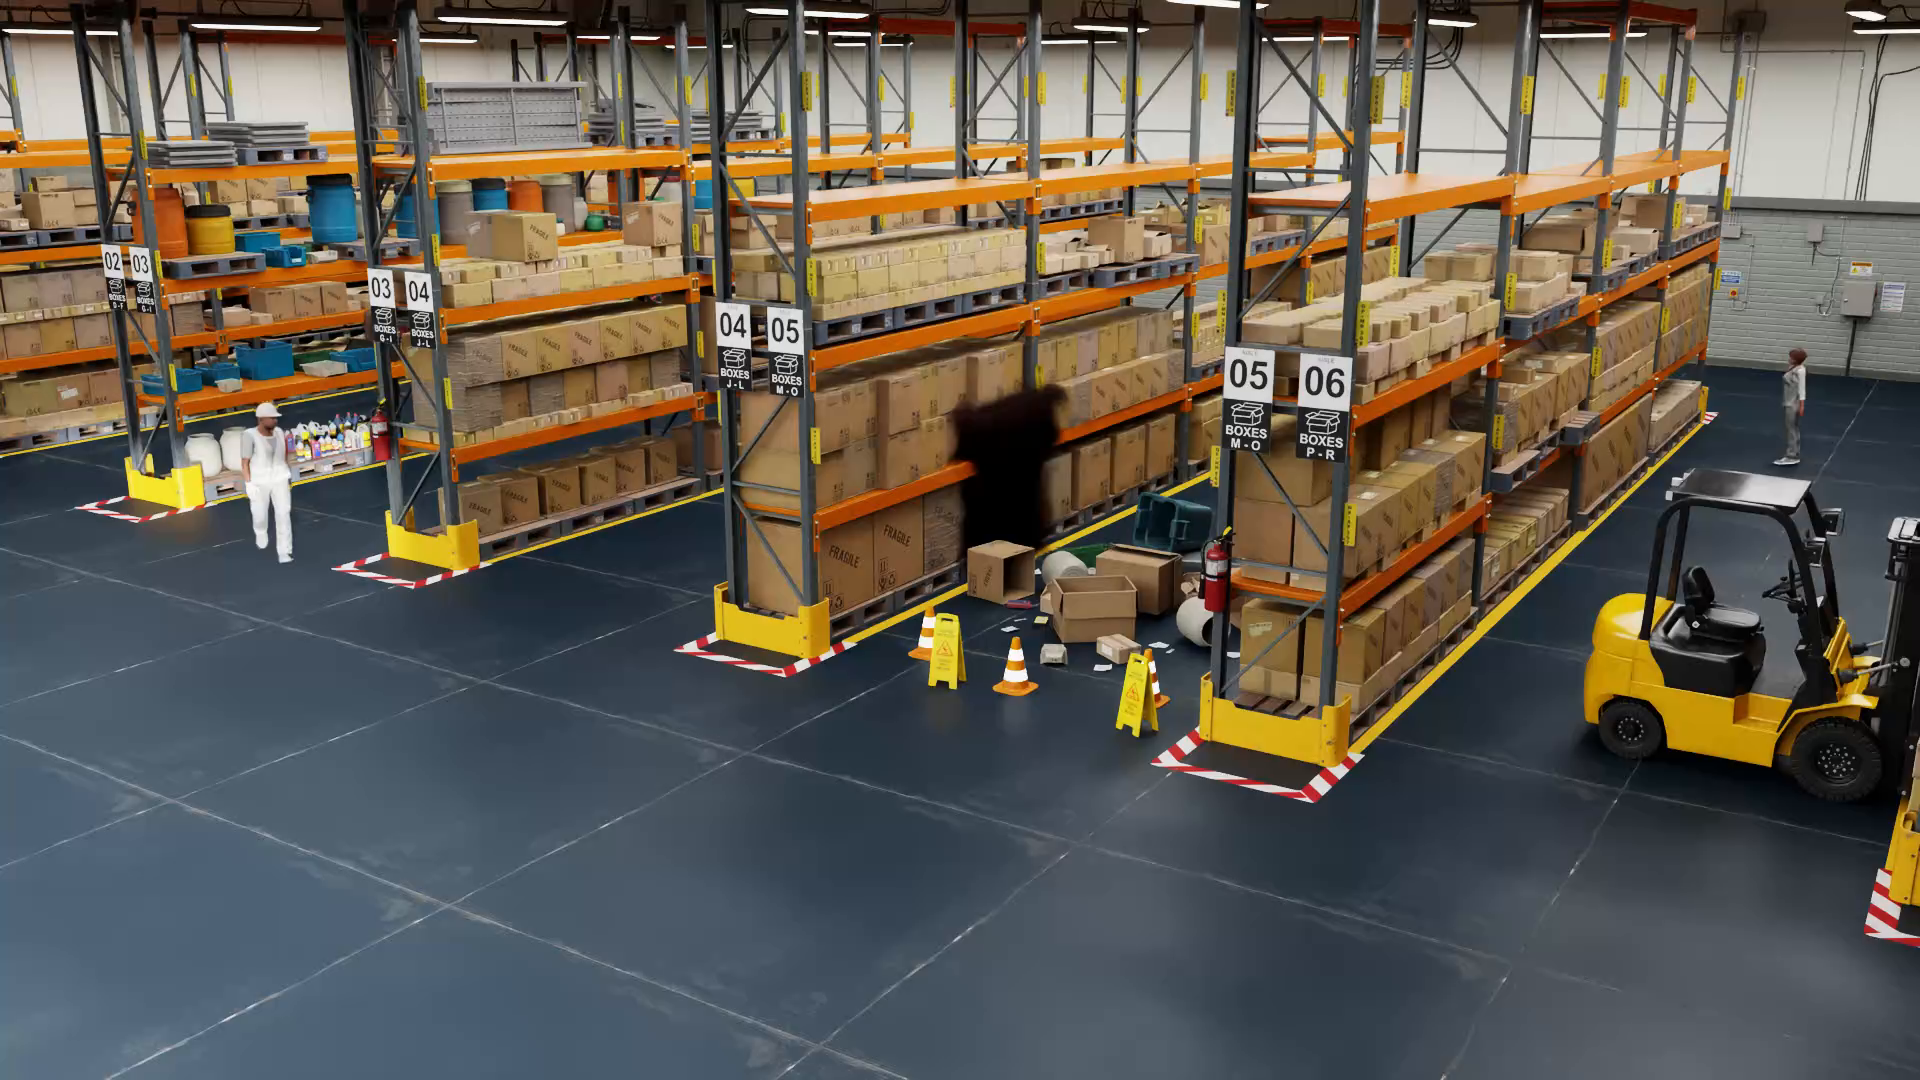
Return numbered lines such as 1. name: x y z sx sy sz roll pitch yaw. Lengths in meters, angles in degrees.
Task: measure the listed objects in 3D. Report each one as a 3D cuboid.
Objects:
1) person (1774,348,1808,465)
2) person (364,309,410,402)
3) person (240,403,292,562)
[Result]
1. person: 11.446 -1.843 22.855 0.358 1.604 0.454 9 18 29
2. person: -9.404 -3.158 27.230 0.452 1.775 0.622 6 17 21
3. person: -7.626 -0.655 18.305 0.496 1.745 0.813 -7 17 -23
